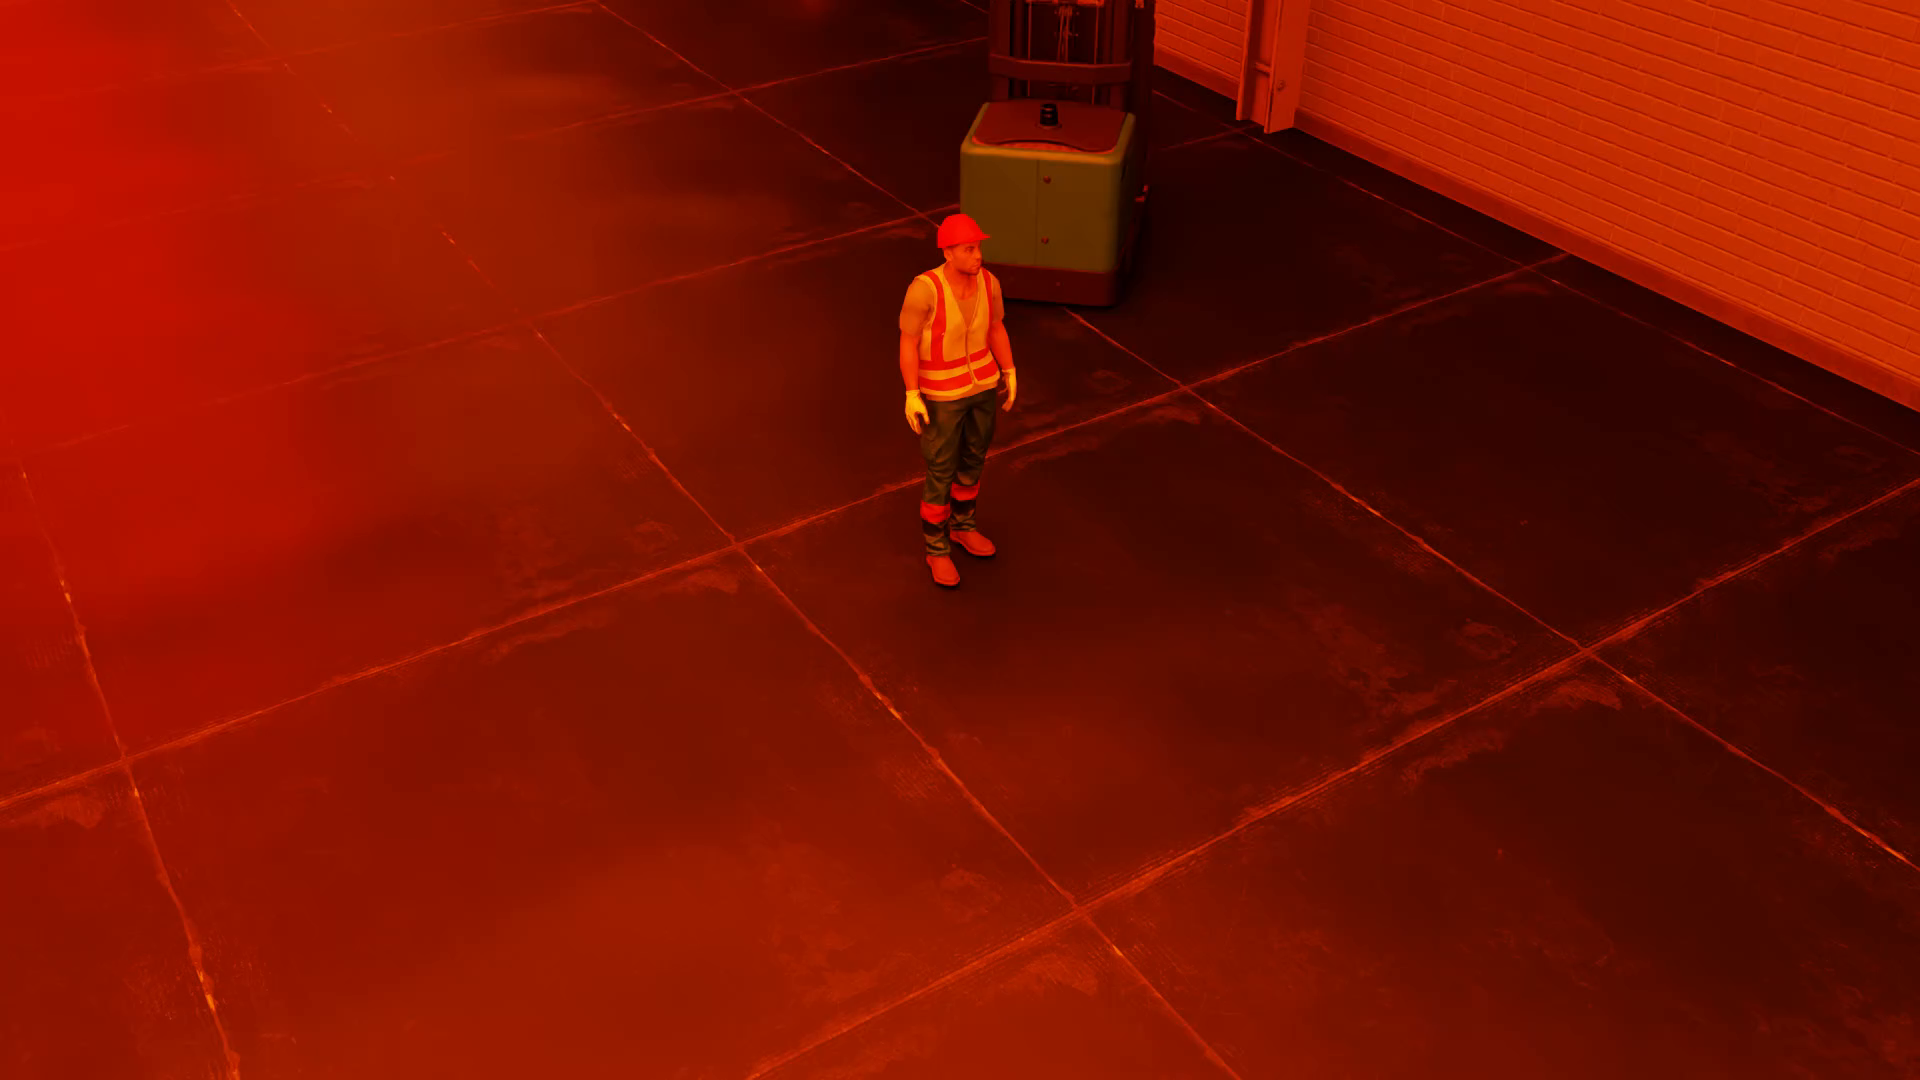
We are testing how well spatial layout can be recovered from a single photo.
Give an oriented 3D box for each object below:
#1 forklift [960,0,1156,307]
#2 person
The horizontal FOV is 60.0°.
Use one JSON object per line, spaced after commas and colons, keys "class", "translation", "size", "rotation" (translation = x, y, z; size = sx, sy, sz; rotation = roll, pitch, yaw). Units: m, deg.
{"class": "forklift", "translation": [0.785, -3.545, 11.193], "size": [1.130, 2.935, 3.031], "rotation": [7, 36, 9]}
{"class": "person", "translation": [0.034, -0.695, 8.117], "size": [0.637, 1.790, 0.562], "rotation": [-21, 40, -27]}
